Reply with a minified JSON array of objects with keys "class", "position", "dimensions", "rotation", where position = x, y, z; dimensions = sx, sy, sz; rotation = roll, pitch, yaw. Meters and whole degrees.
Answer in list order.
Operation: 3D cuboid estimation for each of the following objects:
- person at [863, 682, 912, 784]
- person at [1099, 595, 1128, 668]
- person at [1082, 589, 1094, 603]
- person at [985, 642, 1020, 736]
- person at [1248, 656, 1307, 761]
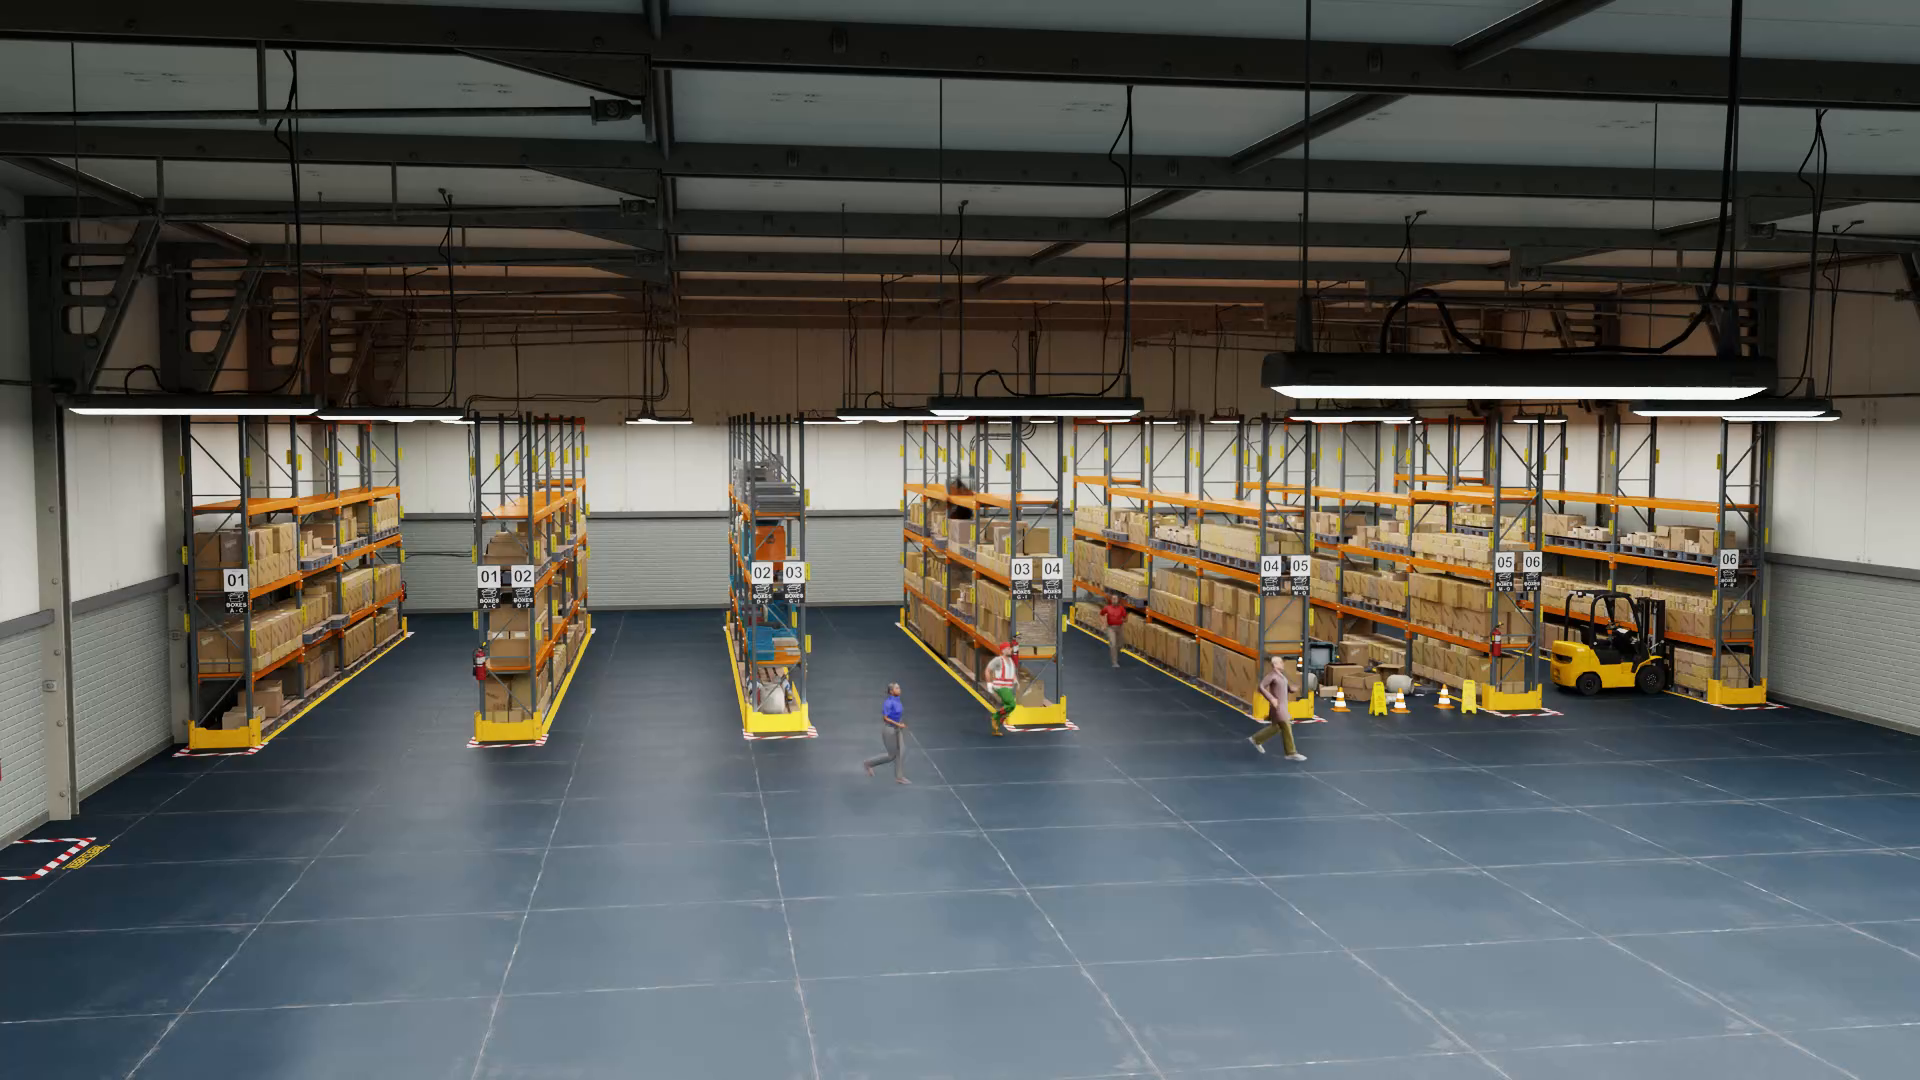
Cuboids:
[{"class":"person","position":[-1.143,3.102,26.766],"dimensions":[0.782,1.650,0.586],"rotation":[1,4,15]},{"class":"person","position":[3.691,2.160,39.662],"dimensions":[0.672,1.700,0.912],"rotation":[-1,4,-12]},{"class":"person","position":[3.884,1.525,49.937],"dimensions":[0.558,1.653,0.710],"rotation":[1,4,20]},{"class":"person","position":[0.861,2.765,30.879],"dimensions":[0.576,1.707,0.711],"rotation":[3,5,38]},{"class":"person","position":[5.452,2.872,28.554],"dimensions":[1.058,1.754,0.709],"rotation":[2,4,25]}]
